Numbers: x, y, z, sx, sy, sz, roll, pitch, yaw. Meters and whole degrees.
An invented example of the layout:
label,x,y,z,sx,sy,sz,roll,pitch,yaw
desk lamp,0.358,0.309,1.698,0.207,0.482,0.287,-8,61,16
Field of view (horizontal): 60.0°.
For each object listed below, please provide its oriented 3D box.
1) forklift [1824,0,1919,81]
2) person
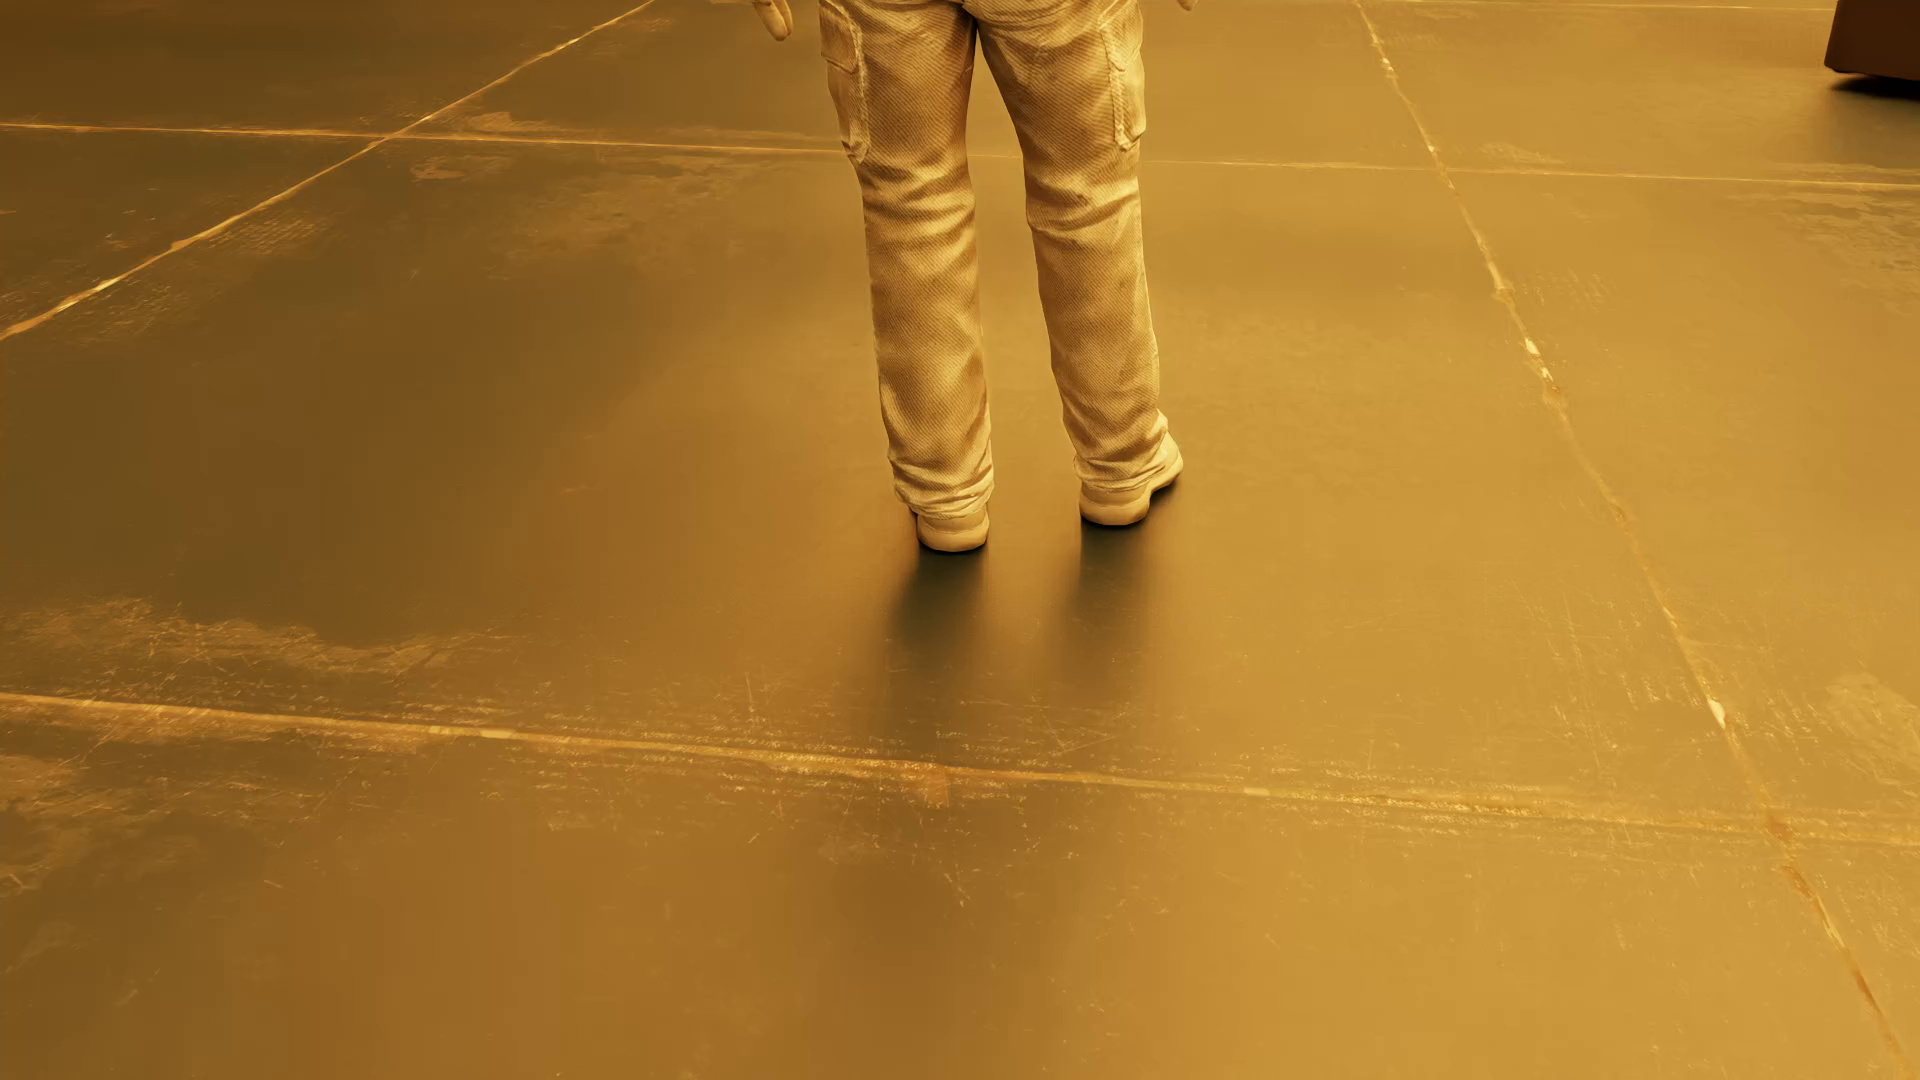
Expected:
label,x,y,z,sx,sy,sz,roll,pitch,yaw
forklift,4.252,-3.090,5.412,3.031,2.935,1.130,-23,34,-38
person,0.019,-0.836,2.161,0.656,1.782,0.577,3,27,7
